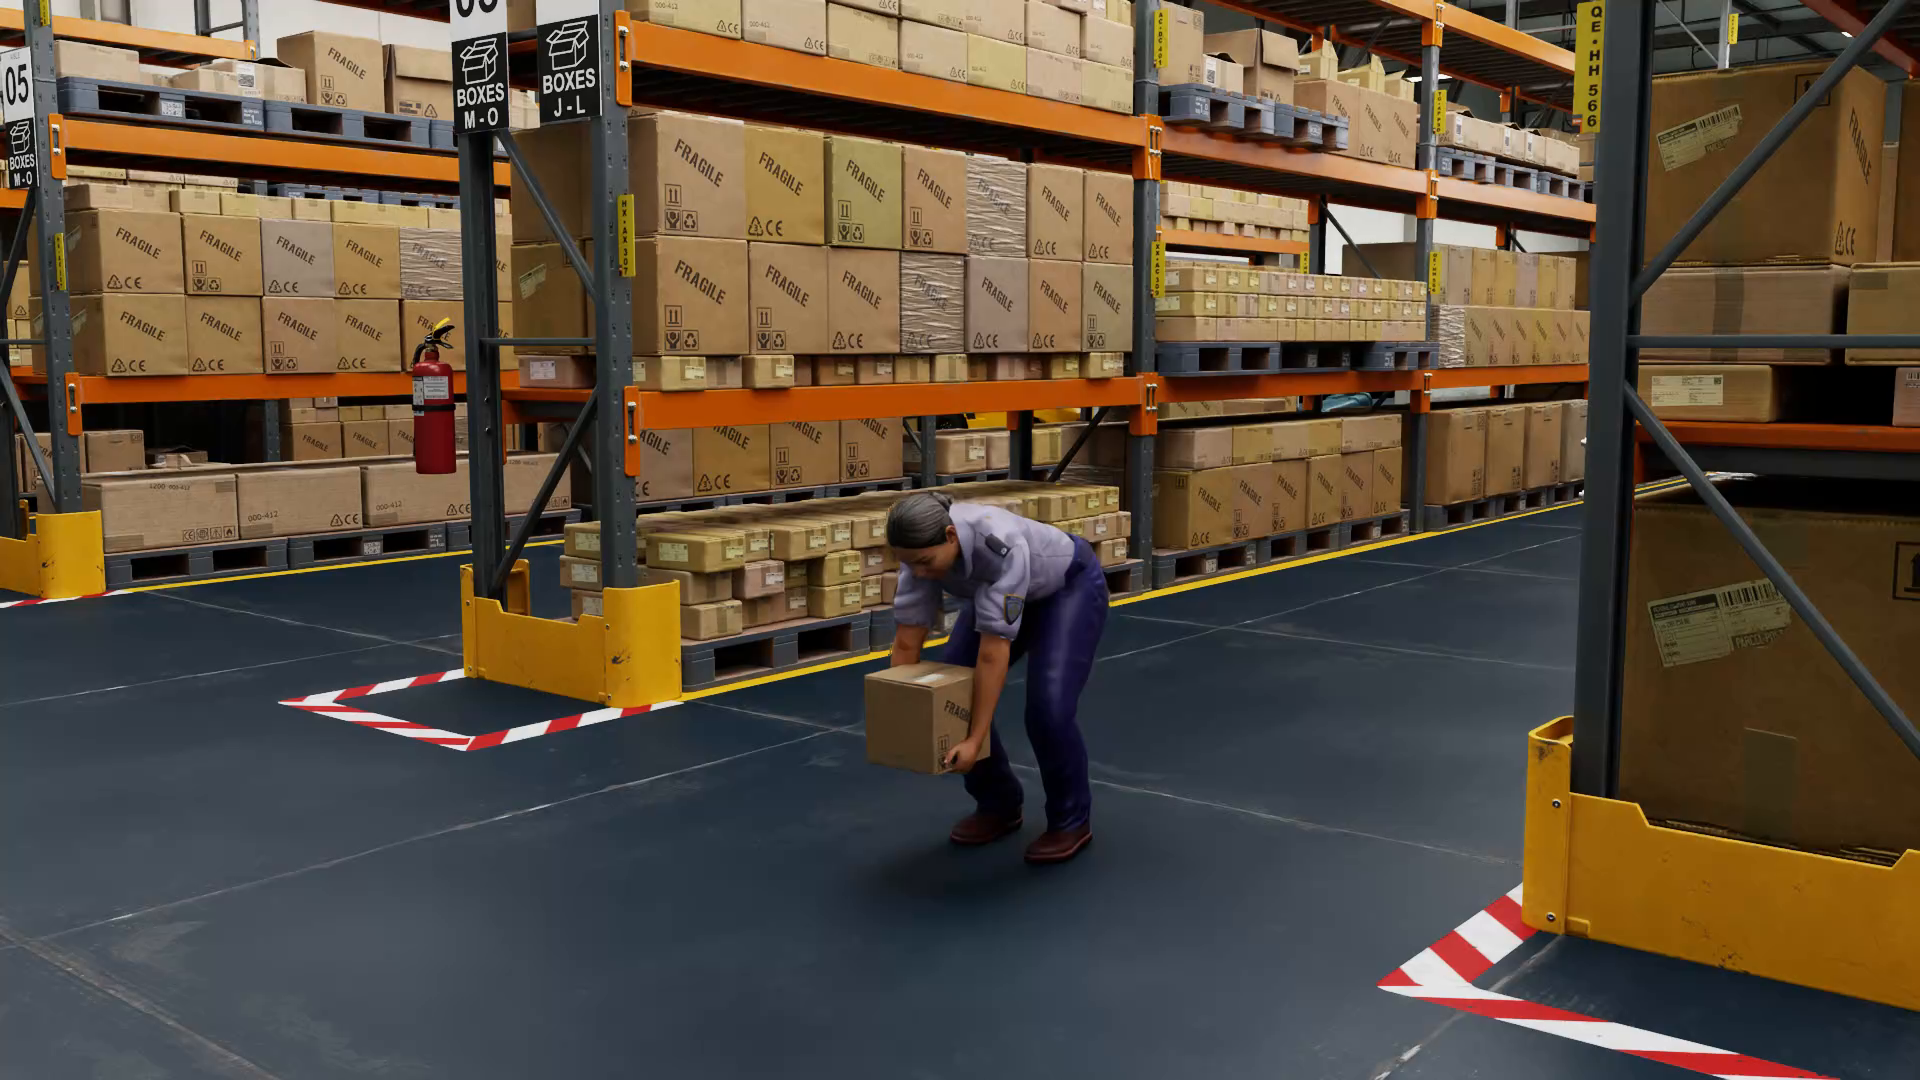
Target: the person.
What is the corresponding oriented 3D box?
[{"bbox_3d":[0.086,0.380,4.841,0.495,1.125,0.878,5,8,36],"label":"person"}]
